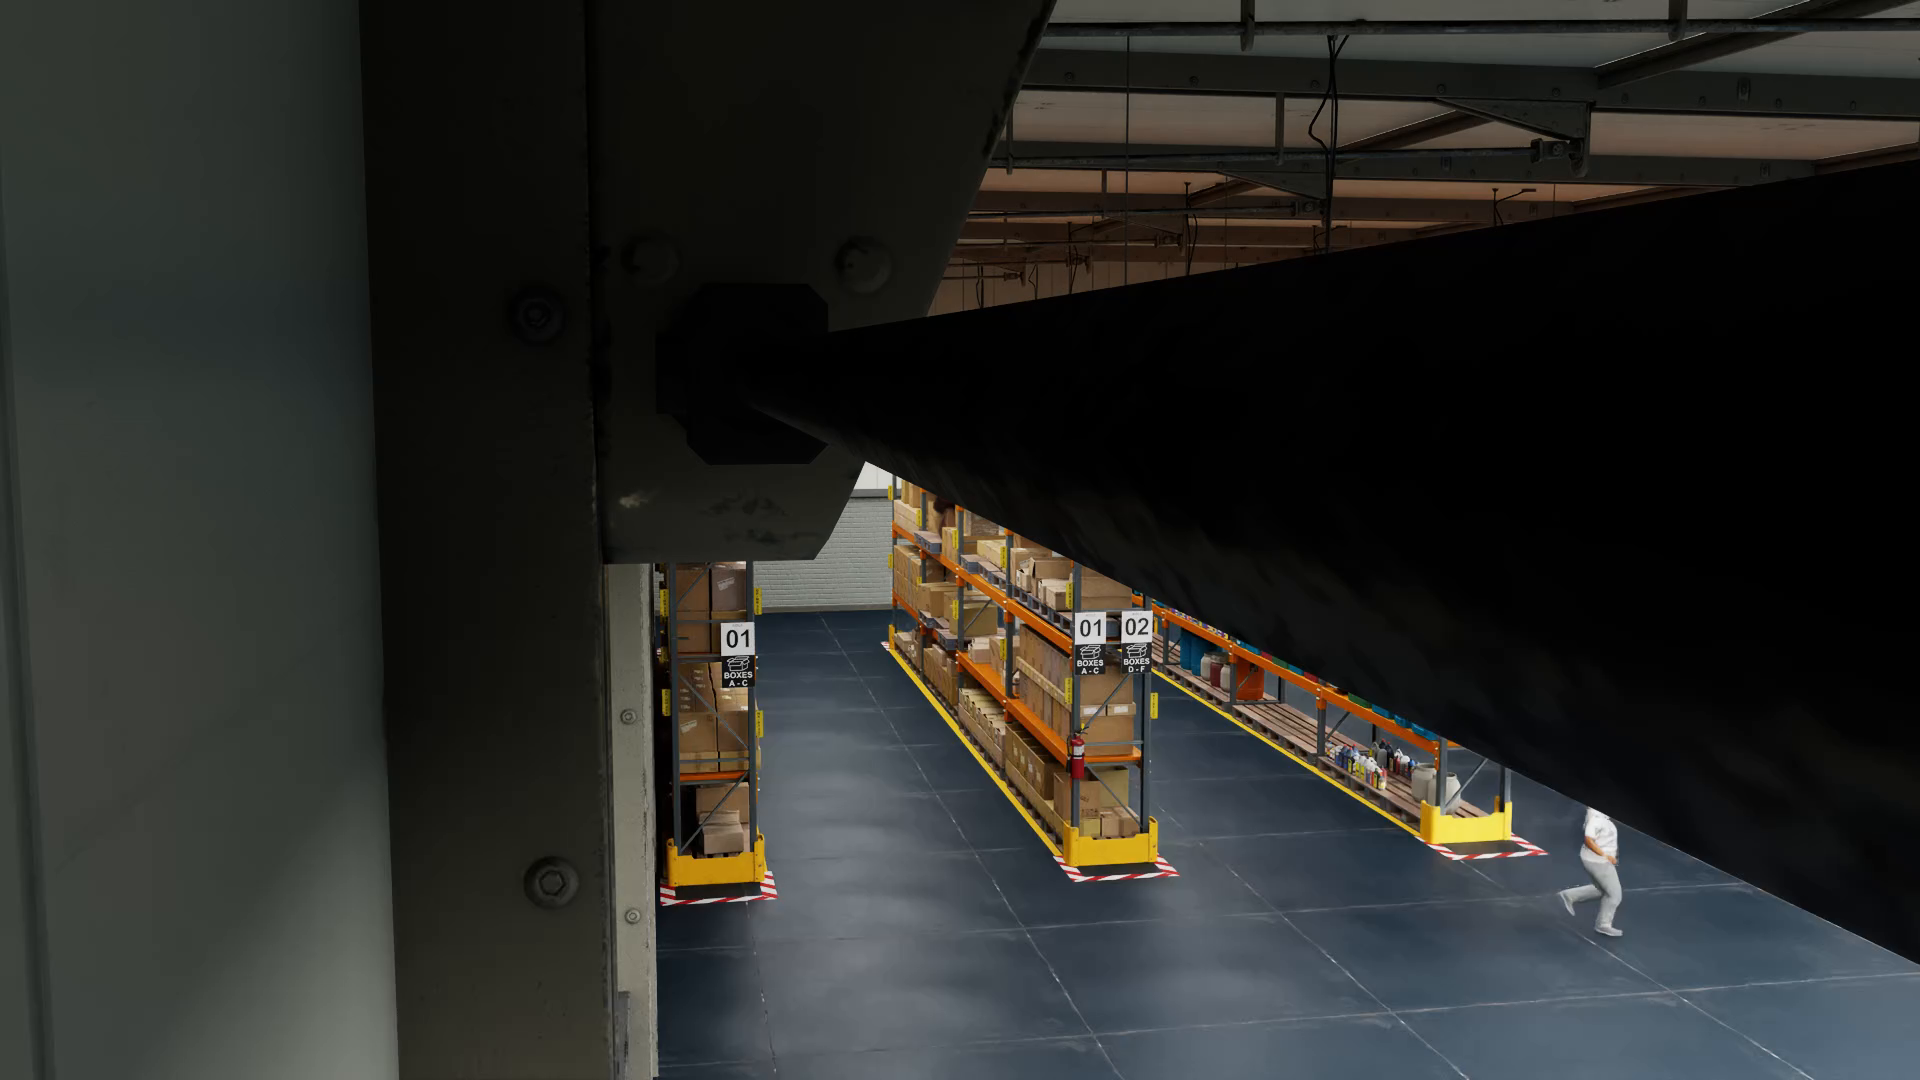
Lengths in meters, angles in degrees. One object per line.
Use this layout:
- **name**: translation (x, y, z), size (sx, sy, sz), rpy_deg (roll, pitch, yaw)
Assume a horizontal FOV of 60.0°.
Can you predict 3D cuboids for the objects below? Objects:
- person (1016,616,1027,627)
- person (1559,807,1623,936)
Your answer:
- **person**: translation (1.416, 1.692, 34.996), size (0.722, 1.731, 0.612), rpy_deg (-3, 7, -26)
- **person**: translation (7.010, 3.551, 18.397), size (0.670, 1.641, 0.608), rpy_deg (2, 6, 16)
